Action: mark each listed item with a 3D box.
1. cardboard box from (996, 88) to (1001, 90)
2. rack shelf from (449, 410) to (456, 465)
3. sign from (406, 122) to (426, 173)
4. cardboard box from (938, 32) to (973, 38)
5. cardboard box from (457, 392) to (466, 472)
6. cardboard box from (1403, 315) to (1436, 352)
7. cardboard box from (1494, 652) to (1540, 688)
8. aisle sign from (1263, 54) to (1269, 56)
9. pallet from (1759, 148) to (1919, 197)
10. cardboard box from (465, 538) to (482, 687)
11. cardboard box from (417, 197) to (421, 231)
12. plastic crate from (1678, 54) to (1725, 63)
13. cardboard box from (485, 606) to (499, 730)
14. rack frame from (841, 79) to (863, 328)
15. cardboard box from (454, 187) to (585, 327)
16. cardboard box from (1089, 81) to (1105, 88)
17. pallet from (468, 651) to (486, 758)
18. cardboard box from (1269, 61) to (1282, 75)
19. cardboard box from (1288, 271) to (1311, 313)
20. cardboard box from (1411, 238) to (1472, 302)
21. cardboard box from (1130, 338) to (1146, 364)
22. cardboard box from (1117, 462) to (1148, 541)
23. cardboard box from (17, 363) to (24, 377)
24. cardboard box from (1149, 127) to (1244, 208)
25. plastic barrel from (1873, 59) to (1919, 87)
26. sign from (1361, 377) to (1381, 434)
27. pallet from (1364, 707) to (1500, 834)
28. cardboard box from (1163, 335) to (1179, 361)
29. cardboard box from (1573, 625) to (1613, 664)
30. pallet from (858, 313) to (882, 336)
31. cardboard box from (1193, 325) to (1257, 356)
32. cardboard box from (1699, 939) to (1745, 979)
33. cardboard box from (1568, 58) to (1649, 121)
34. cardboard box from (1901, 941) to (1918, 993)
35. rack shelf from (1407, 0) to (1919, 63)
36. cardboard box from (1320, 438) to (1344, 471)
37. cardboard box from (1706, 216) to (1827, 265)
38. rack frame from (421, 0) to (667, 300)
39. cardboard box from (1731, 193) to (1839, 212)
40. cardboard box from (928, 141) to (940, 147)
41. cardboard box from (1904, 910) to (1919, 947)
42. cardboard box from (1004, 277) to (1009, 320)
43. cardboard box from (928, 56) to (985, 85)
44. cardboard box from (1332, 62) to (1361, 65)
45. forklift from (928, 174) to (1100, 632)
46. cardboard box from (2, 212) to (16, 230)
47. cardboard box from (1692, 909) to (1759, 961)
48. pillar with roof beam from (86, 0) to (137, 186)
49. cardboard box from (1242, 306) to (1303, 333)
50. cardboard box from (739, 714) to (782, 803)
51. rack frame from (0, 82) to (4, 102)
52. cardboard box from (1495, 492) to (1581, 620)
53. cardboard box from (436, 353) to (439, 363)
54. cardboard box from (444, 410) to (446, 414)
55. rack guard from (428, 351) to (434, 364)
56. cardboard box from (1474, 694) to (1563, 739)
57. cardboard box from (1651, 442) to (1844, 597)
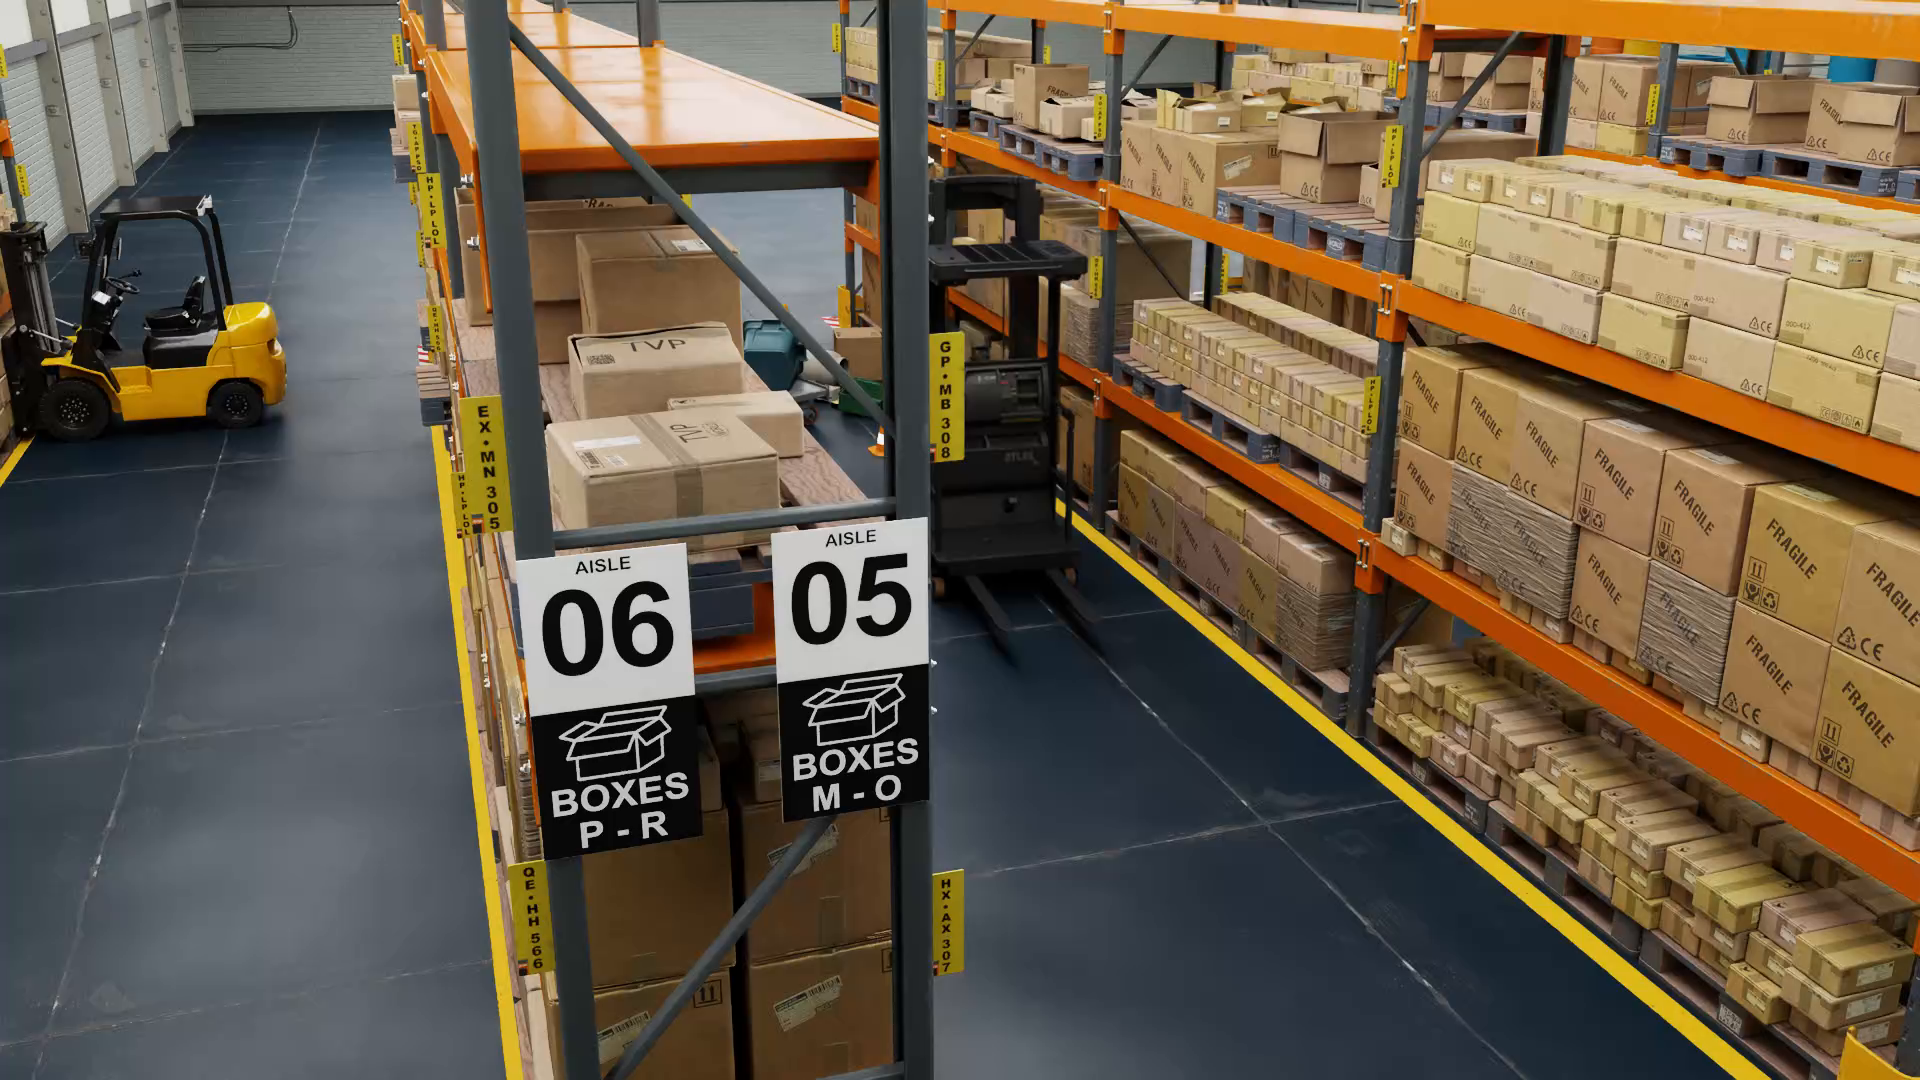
[{"bbox_3d":[0.538,-4.534,16.767,0.380,0.149,0.250,-7,21,-18],"label":"cardboard box"},{"bbox_3d":[-3.709,-1.304,13.673,1.077,0.370,4.000,-6,21,-17],"label":"rack shelf"},{"bbox_3d":[-3.596,-2.599,11.012,0.100,0.325,0.005,-6,21,-17],"label":"sign"},{"bbox_3d":[-0.020,-5.478,18.216,0.380,0.149,0.250,-6,21,-17],"label":"cardboard box"},{"bbox_3d":[-2.372,-0.517,8.790,0.500,0.500,0.500,-6,21,-16],"label":"cardboard box"},{"bbox_3d":[5.243,-2.168,18.063,0.700,0.500,0.500,-8,21,-21],"label":"cardboard box"},{"bbox_3d":[3.321,0.753,9.599,0.380,0.149,0.250,-6,21,-17],"label":"cardboard box"},{"bbox_3d":[4.078,-5.896,21.549,0.394,0.787,0.004,-6,21,-17],"label":"aisle sign"},{"bbox_3d":[6.934,-2.817,12.663,1.003,0.211,1.213,-5,20,-15],"label":"pallet"},{"bbox_3d":[-2.666,0.319,10.613,0.875,0.875,0.875,-6,21,-17],"label":"cardboard box"},{"bbox_3d":[-5.544,-3.408,17.878,0.500,0.500,0.500,-6,21,-16],"label":"cardboard box"},{"bbox_3d":[9.400,-5.971,21.190,0.392,0.384,0.575,-6,21,-17],"label":"plastic crate"},{"bbox_3d":[-1.770,0.576,7.227,0.500,0.500,0.500,-6,21,-17],"label":"cardboard box"},{"bbox_3d":[-0.928,-4.126,20.467,1.000,3.000,0.127,-6,21,-17],"label":"rack frame"},{"bbox_3d":[-1.838,-1.209,6.992,0.500,0.500,0.500,-6,21,-16],"label":"cardboard box"},{"bbox_3d":[1.089,-3.918,14.812,0.500,0.311,0.500,-7,21,-19],"label":"cardboard box"},{"bbox_3d":[-2.524,0.964,10.422,1.003,0.211,1.213,-6,21,-17],"label":"pallet"},{"bbox_3d":[3.956,-5.702,20.048,0.380,0.149,0.250,-6,21,-17],"label":"cardboard box"},{"bbox_3d":[4.392,-3.049,20.544,0.500,0.500,0.500,-4,20,-12],"label":"cardboard box"},{"bbox_3d":[2.739,-1.440,8.772,0.500,0.250,0.500,-5,20,-14],"label":"cardboard box"},{"bbox_3d":[1.536,-1.473,12.832,0.380,0.149,0.250,-7,21,-18],"label":"cardboard box"},{"bbox_3d":[1.567,-0.326,12.964,0.500,0.500,0.500,-7,21,-20],"label":"cardboard box"},{"bbox_3d":[-9.373,-1.569,16.053,0.500,0.250,0.500,-6,21,-17],"label":"cardboard box"},{"bbox_3d":[1.678,-2.647,11.762,0.500,0.500,0.500,-6,21,-17],"label":"cardboard box"},{"bbox_3d":[10.343,-5.161,18.169,0.600,0.901,0.600,0,20,0],"label":"plastic barrel"},{"bbox_3d":[2.318,-0.760,9.383,0.100,0.325,0.005,-6,21,-17],"label":"sign"},{"bbox_3d":[3.089,1.249,9.628,1.003,0.211,1.213,-6,21,-17],"label":"pallet"},{"bbox_3d":[1.722,-1.430,12.270,0.380,0.149,0.250,-7,21,-19],"label":"cardboard box"},{"bbox_3d":[3.211,0.467,8.050,0.380,0.149,0.250,-6,21,-15],"label":"cardboard box"},{"bbox_3d":[-0.602,-2.566,20.247,1.003,0.211,1.213,-6,21,-17],"label":"pallet"},{"bbox_3d":[1.878,-1.413,11.782,0.380,0.149,0.250,-5,20,-15],"label":"cardboard box"},{"bbox_3d":[3.560,1.840,7.453,0.380,0.149,0.250,-6,21,-17],"label":"cardboard box"},{"bbox_3d":[5.768,-4.038,14.895,0.500,0.500,0.500,-6,21,-17],"label":"cardboard box"},{"bbox_3d":[4.180,1.817,7.077,0.380,0.149,0.250,-5,20,-15],"label":"cardboard box"},{"bbox_3d":[3.473,-2.117,7.067,1.077,0.370,4.000,-6,21,-17],"label":"rack shelf"},{"bbox_3d":[2.449,-0.544,10.245,0.380,0.149,0.250,-6,21,-17],"label":"cardboard box"},{"bbox_3d":[3.345,-1.246,6.902,0.380,0.149,0.250,-6,21,-16],"label":"cardboard box"},{"bbox_3d":[-1.823,-2.540,7.177,1.000,3.000,0.127,-6,21,-17],"label":"rack frame"},{"bbox_3d":[3.732,-1.477,7.545,0.380,0.149,0.250,-7,21,-18],"label":"cardboard box"},{"bbox_3d":[-0.540,-4.221,18.912,0.875,0.550,0.550,-6,21,-17],"label":"cardboard box"},{"bbox_3d":[4.259,1.668,7.051,0.380,0.149,0.250,-7,21,-20],"label":"cardboard box"},{"bbox_3d":[0.713,-2.207,14.975,0.500,0.500,0.500,-6,21,-16],"label":"cardboard box"},{"bbox_3d":[-0.069,-4.699,16.637,0.500,0.250,0.500,-7,21,-18],"label":"cardboard box"},{"bbox_3d":[4.640,-5.582,19.716,0.380,0.149,0.250,-7,21,-20],"label":"cardboard box"},{"bbox_3d":[0.258,-1.086,12.103,1.130,2.935,3.031,-5,20,-13],"label":"forklift"},{"bbox_3d":[-9.822,-3.231,16.868,0.380,0.149,0.250,-6,21,-16],"label":"cardboard box"},{"bbox_3d":[3.500,1.707,7.384,0.380,0.149,0.250,-7,21,-19],"label":"cardboard box"},{"bbox_3d":[-12.513,-11.777,32.893,9.100,9.000,0.400,-6,21,-17],"label":"pillar with roof beam"},{"bbox_3d":[2.335,-1.645,12.429,0.380,0.149,0.250,-6,21,-16],"label":"cardboard box"},{"bbox_3d":[-0.415,0.600,4.721,0.380,0.149,0.250,-6,21,-16],"label":"cardboard box"},{"bbox_3d":[-10.306,-5.863,16.427,1.000,3.000,0.127,-6,21,-17],"label":"rack frame"},{"bbox_3d":[3.047,0.047,8.261,0.500,0.500,0.500,-7,21,-18],"label":"cardboard box"},{"bbox_3d":[-3.853,-1.483,12.859,0.380,0.149,0.250,-6,21,-16],"label":"cardboard box"},{"bbox_3d":[-4.779,-1.349,16.181,0.500,0.250,0.500,-5,20,-15],"label":"cardboard box"},{"bbox_3d":[-5.571,-2.367,19.267,1.175,0.500,0.348,-6,21,-17],"label":"rack guard"},{"bbox_3d":[3.016,0.973,8.986,0.380,0.149,0.250,-7,21,-19],"label":"cardboard box"},{"bbox_3d":[3.390,-0.098,7.186,0.500,0.500,0.500,-5,20,-14],"label":"cardboard box"}]
